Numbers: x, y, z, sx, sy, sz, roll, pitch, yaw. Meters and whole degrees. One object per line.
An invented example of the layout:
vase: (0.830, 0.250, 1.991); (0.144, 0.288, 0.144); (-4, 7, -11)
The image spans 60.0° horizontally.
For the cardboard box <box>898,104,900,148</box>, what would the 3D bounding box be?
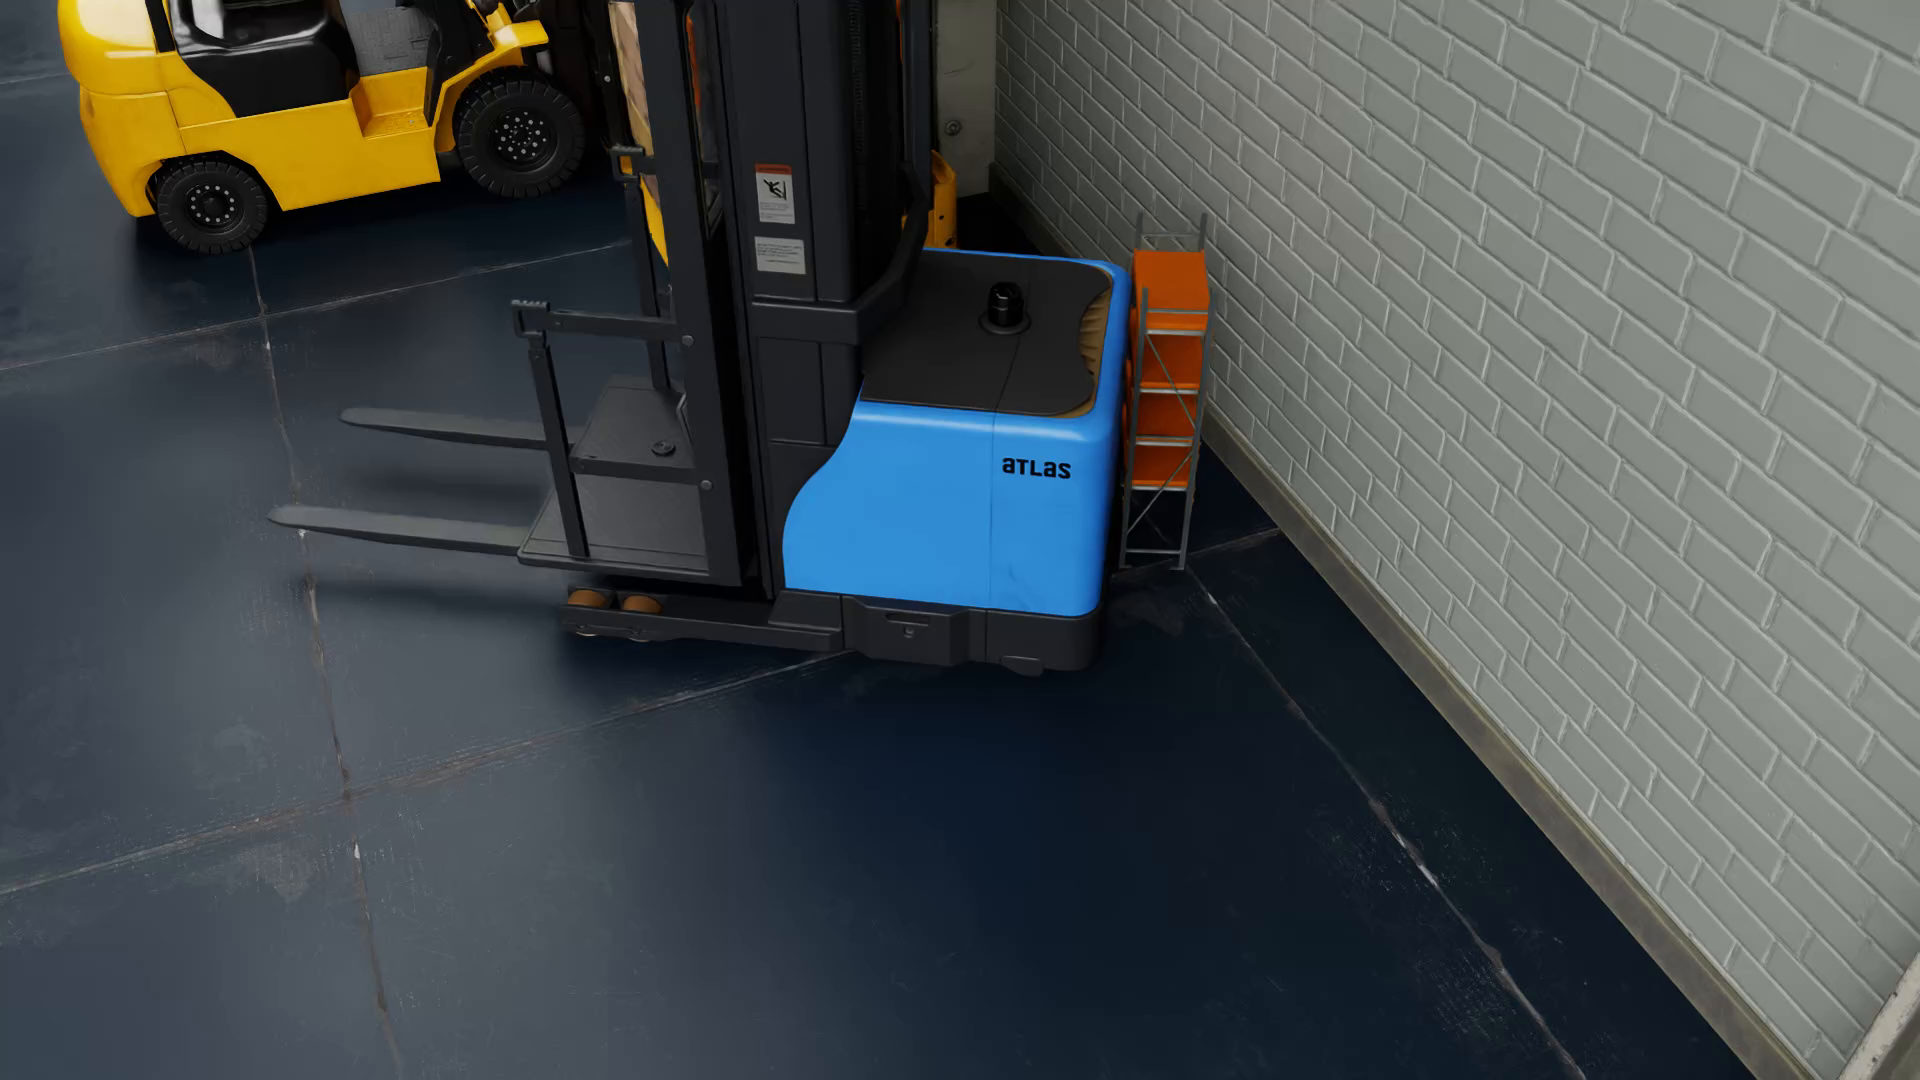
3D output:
cardboard box: (-0.597, -1.957, 7.628); (0.500, 0.250, 0.500); (-14, 43, -16)

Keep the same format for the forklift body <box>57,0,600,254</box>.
forklift body: (-3.020, -2.681, 7.718); (2.313, 2.155, 1.214); (-15, 43, -17)

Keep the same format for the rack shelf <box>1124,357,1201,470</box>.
rack shelf: (0.718, -0.459, 5.966); (0.258, 0.148, 0.480); (2, 41, 2)

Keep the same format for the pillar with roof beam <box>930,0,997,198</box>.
pillar with roof beam: (-4.020, -4.160, 4.186); (9.100, 9.000, 0.400); (-15, 43, -17)

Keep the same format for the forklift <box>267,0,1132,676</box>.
forklift: (-0.958, -1.088, 5.268); (3.031, 2.935, 1.130); (6, 41, 6)

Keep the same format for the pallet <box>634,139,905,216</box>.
pallet: (-0.940, -1.708, 8.075); (1.003, 0.211, 1.213); (-15, 43, -17)

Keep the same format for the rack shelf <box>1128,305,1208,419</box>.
rack shelf: (0.718, -0.629, 5.820); (0.258, 0.148, 0.480); (2, 41, 2)

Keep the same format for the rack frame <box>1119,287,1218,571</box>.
rack frame: (0.706, -0.351, 5.738); (0.240, 1.200, 0.015); (2, 41, 2)

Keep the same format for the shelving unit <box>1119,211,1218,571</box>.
shelving unit: (0.718, -0.510, 5.922); (0.258, 1.200, 0.503); (2, 41, 2)

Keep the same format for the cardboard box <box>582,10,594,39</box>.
cardboard box: (-1.671, -2.750, 8.550); (0.500, 0.250, 0.500); (-15, 43, -17)

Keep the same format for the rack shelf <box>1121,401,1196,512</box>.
rack shelf: (0.717, -0.308, 6.096); (0.258, 0.148, 0.480); (2, 41, 2)

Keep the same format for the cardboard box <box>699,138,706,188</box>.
cardboard box: (-1.084, -1.837, 7.489); (0.500, 0.250, 0.500); (-16, 43, -17)

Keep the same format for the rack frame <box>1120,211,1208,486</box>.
rack frame: (0.730, -0.669, 6.107); (0.240, 1.200, 0.015); (2, 41, 2)

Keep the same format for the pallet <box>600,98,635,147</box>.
pallet: (-1.403, -2.442, 8.928); (1.003, 0.211, 1.213); (-15, 43, -17)

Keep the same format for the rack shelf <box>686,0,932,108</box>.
rack shelf: (-1.374, -3.247, 8.277); (1.077, 0.370, 4.000); (-15, 43, -17)

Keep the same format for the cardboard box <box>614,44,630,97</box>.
cardboard box: (-1.483, -2.447, 8.199); (0.500, 0.250, 0.500); (-16, 43, -18)

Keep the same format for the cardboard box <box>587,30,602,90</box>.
cardboard box: (-1.665, -2.549, 8.701); (0.500, 0.250, 0.500); (-14, 43, -16)

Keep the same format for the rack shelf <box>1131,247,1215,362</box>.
rack shelf: (0.719, -0.808, 5.666); (0.258, 0.148, 0.480); (2, 41, 2)

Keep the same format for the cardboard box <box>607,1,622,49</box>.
cardboard box: (-1.476, -2.618, 8.014); (0.500, 0.250, 0.500); (-15, 43, -16)

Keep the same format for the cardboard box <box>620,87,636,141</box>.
cardboard box: (-1.445, -2.242, 8.343); (0.500, 0.250, 0.500); (-15, 43, -16)

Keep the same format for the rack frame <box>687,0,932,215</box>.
rack frame: (-0.609, -2.315, 6.642); (1.000, 3.000, 0.127); (-15, 43, -17)

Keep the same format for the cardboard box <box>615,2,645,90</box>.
cardboard box: (-1.274, -2.317, 7.664); (0.500, 0.250, 0.500); (-14, 43, -16)

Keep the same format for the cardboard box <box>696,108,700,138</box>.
cardboard box: (-1.073, -2.011, 7.308); (0.500, 0.250, 0.500); (-14, 43, -15)

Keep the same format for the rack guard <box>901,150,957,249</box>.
rack guard: (-0.600, -1.353, 7.440); (1.175, 0.500, 0.348); (-15, 43, -17)

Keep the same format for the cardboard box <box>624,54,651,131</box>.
cardboard box: (-1.266, -2.142, 7.843); (0.500, 0.250, 0.500); (-16, 43, -17)

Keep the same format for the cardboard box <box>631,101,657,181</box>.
cardboard box: (-1.262, -1.938, 7.990); (0.500, 0.250, 0.500); (-15, 43, -17)
